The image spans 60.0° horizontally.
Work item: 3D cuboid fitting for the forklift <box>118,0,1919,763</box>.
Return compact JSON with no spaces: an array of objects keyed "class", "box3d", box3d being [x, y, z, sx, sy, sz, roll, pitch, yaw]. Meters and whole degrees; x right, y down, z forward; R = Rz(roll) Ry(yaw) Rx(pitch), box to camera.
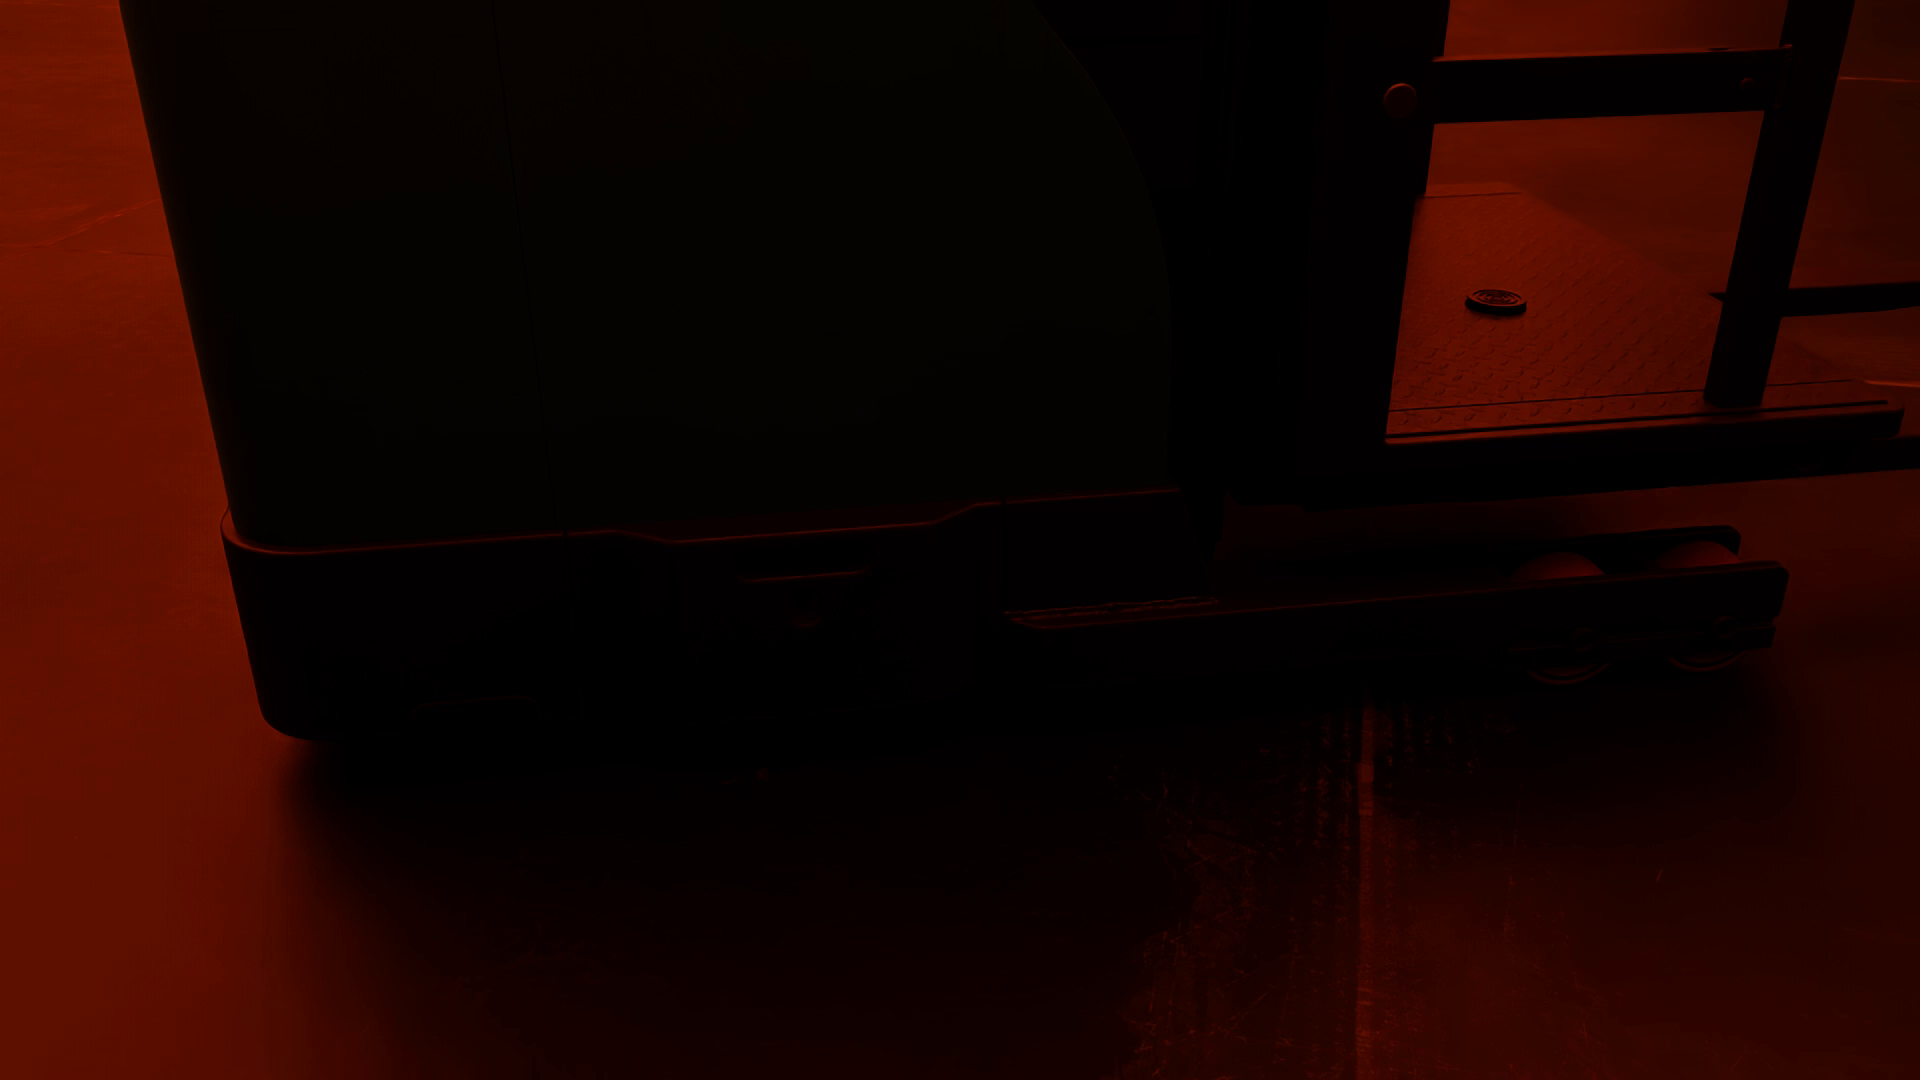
[{"class":"forklift","box3d":[0.600,-1.354,1.930,3.031,2.935,1.130,-4,27,-9]}]
